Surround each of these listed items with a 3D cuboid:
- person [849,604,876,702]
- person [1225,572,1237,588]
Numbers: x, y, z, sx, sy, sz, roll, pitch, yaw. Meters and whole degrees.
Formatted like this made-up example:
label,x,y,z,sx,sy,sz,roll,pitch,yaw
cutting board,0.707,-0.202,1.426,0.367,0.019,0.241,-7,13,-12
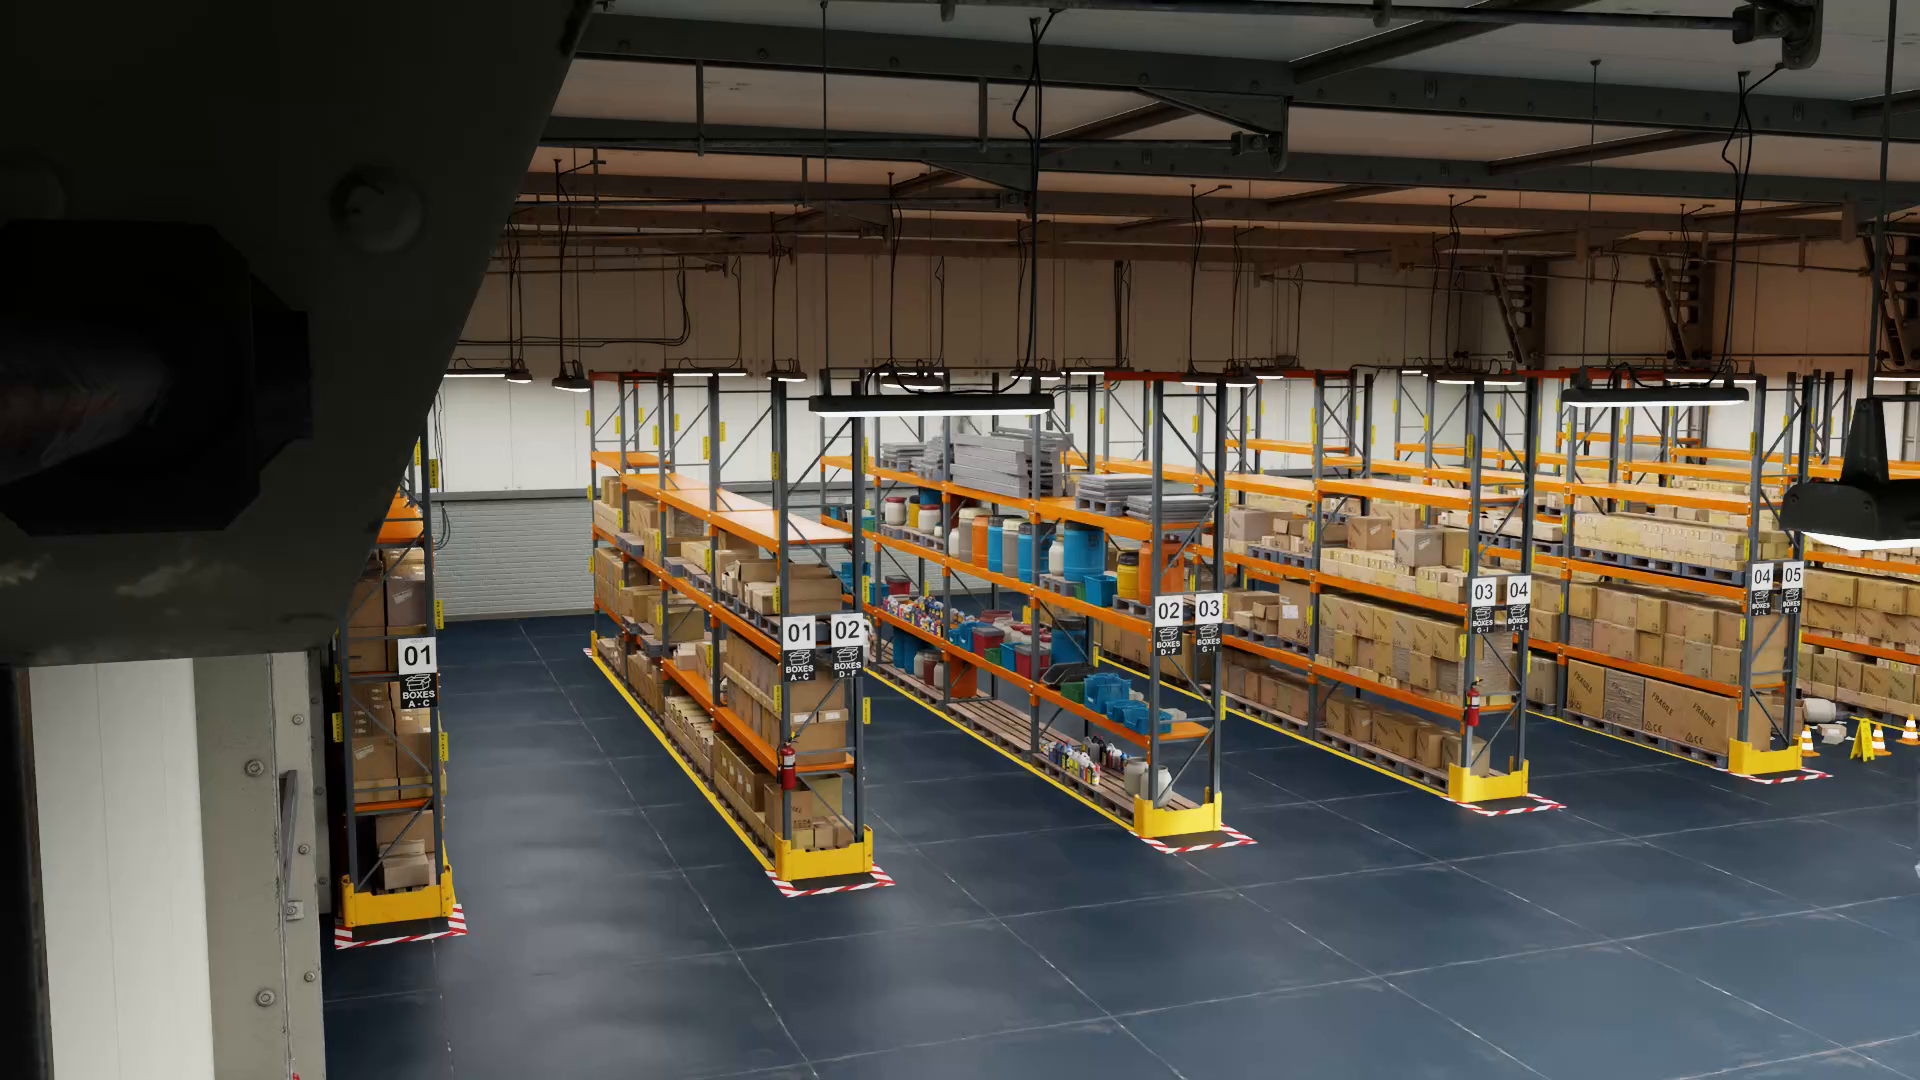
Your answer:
label,x,y,z,sx,sy,sz,roll,pitch,yaw
person,-1.736,2.002,28.300,0.640,1.855,0.784,-4,8,-34
person,6.793,0.873,41.589,0.607,1.663,0.813,-1,6,-5
